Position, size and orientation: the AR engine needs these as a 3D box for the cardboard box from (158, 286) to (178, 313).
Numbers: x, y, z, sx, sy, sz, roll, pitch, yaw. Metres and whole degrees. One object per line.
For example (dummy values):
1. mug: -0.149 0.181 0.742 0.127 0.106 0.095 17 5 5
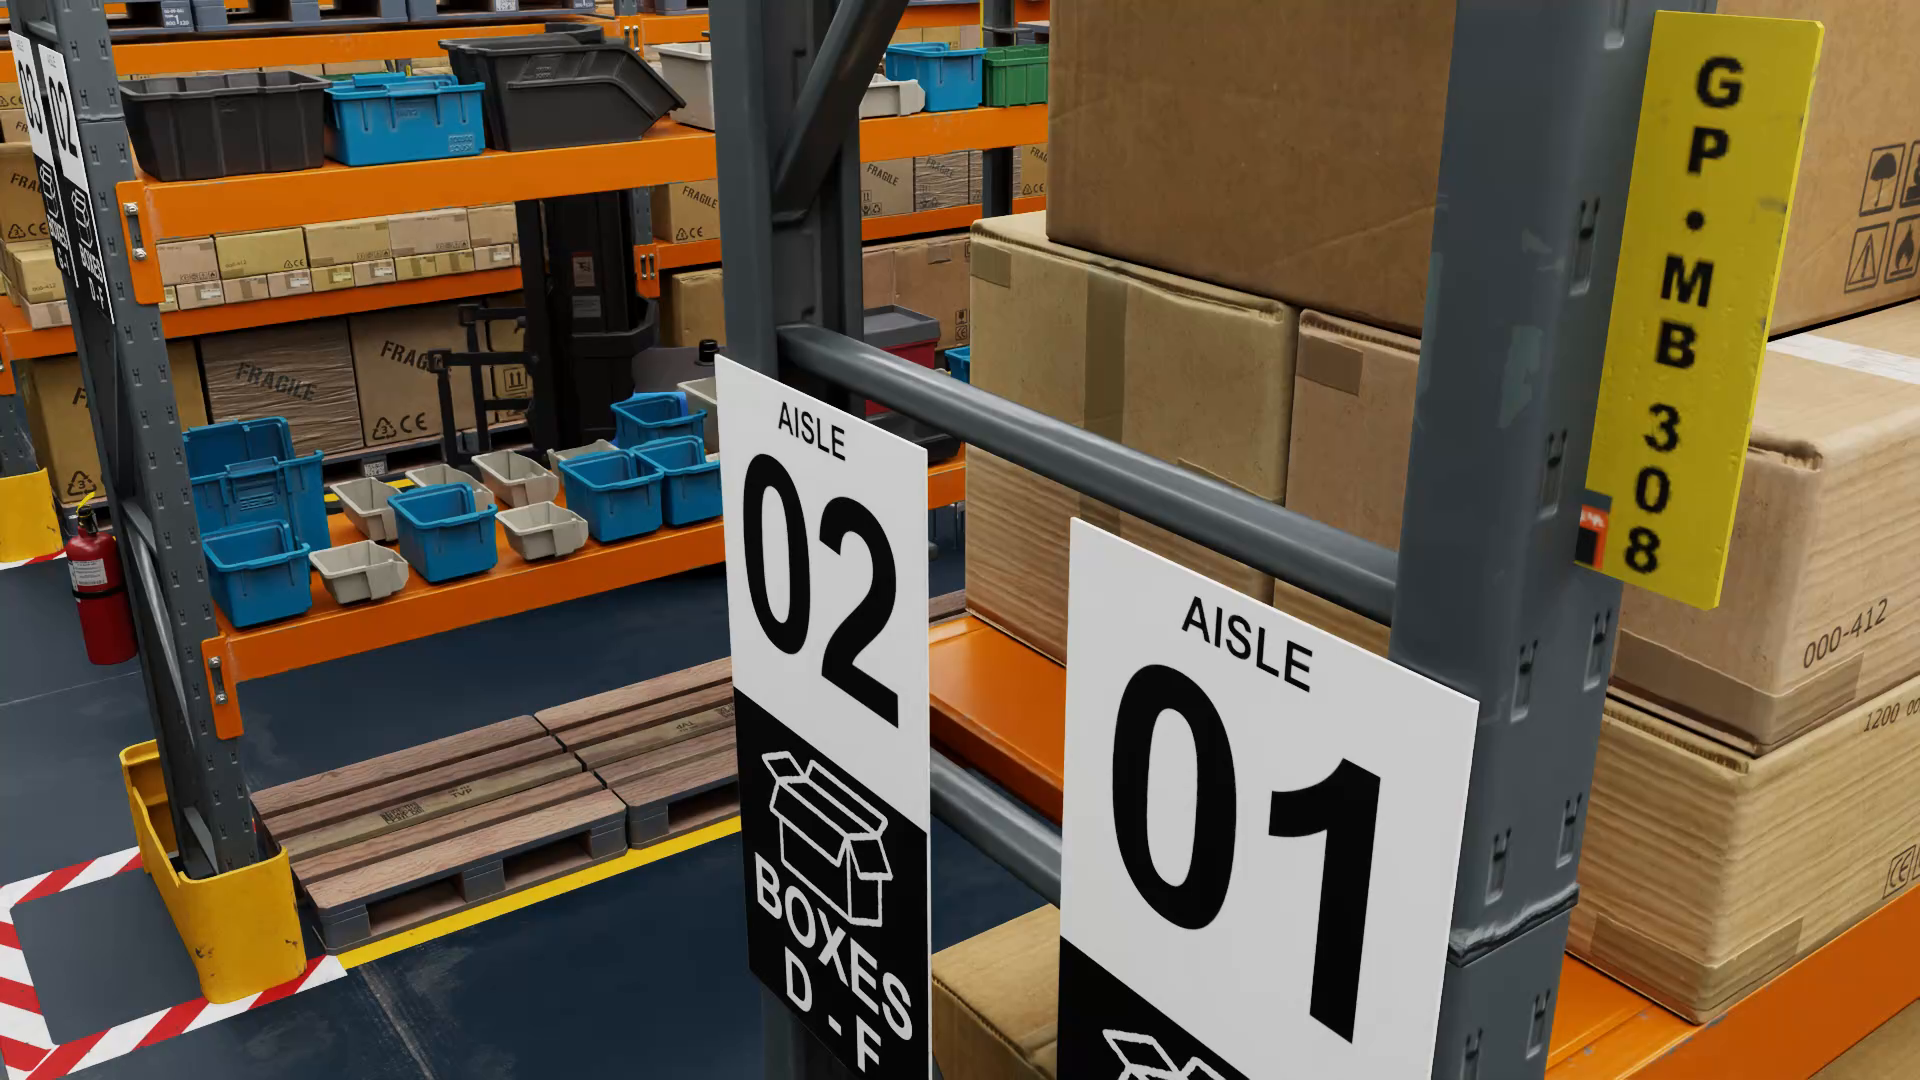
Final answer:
1. cardboard box: -4.798 -1.442 9.802 0.250 0.149 0.380 -16 27 -34

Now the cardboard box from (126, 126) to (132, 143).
1. cardboard box: -7.158 -3.408 13.854 0.500 0.500 0.500 -15 26 -32

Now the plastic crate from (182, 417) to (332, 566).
1. plastic crate: -2.639 -0.153 6.103 0.499 0.435 0.616 -15 26 -33

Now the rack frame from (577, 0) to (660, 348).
1. rack frame: -2.447 -2.336 11.702 0.127 3.000 1.000 -15 26 -33

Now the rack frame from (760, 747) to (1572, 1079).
1. rack frame: 0.089 1.511 2.062 0.127 3.000 1.000 -15 26 -33

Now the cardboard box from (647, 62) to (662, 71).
1. cardboard box: -2.976 -4.606 16.363 0.250 0.149 0.380 -15 26 -33

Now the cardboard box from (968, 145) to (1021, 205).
1. cardboard box: 0.136 -2.960 13.133 0.500 0.500 0.500 -15 26 -33

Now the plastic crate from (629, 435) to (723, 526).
1. plastic crate: -1.096 -0.234 6.581 0.300 0.233 0.416 -15 26 -33

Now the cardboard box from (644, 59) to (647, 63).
1. cardboard box: -3.355 -4.801 16.851 0.250 0.149 0.380 -14 25 -30

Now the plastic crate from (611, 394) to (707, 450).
1. plastic crate: -1.284 -0.451 7.125 0.300 0.233 0.416 -15 26 -33

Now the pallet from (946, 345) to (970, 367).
1. pallet: 0.116 -1.758 14.018 1.213 0.211 1.003 -15 26 -33

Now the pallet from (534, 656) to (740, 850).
1. pallet: -1.120 0.886 7.391 1.213 0.211 1.003 -15 26 -33

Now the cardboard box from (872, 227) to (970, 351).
1. cardboard box: -0.500 -2.076 13.352 0.875 0.875 1.225 -15 26 -33

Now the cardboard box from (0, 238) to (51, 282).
1. cardboard box: -5.456 -1.723 9.968 0.500 0.250 0.500 -15 26 -34

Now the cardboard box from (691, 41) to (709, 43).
1. cardboard box: -3.525 -6.574 22.096 0.250 0.149 0.380 -14 26 -31

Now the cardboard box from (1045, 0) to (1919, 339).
1. cardboard box: 0.496 -0.509 1.593 0.500 0.500 0.700 -15 26 -33

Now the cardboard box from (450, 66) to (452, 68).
1. cardboard box: -6.070 -5.706 20.351 0.500 0.250 0.500 -15 26 -33

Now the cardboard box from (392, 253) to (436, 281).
1. cardboard box: -3.546 -1.776 10.639 0.250 0.149 0.380 -15 26 -34

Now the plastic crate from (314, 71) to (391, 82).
1. plastic crate: -2.167 -1.574 6.032 0.336 0.188 0.450 -15 26 -33

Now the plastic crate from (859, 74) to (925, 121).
1. plastic crate: -0.364 -1.726 6.484 0.466 0.136 0.293 -15 26 -33

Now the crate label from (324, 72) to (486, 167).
1. crate label: -1.864 -1.406 5.527 0.502 0.251 0.408 -15 26 -33

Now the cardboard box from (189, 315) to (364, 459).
1. cardboard box: -4.482 -1.038 10.750 0.875 0.875 0.875 -15 26 -33

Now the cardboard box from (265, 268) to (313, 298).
1. cardboard box: -4.171 -1.610 10.222 0.250 0.149 0.380 -15 26 -33

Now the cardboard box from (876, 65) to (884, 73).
1. cardboard box: -0.334 -3.420 12.932 0.637 0.503 0.797 -14 26 -32

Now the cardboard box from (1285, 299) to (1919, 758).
1. cardboard box: 0.658 -0.077 1.523 0.500 0.250 0.500 -15 26 -33

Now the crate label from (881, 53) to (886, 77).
1. crate label: -0.120 -2.097 7.413 0.466 0.136 0.293 -15 26 -33

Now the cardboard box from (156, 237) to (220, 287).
1. cardboard box: -4.728 -1.675 9.849 0.500 0.250 0.500 -15 26 -33

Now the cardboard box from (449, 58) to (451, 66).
1. cardboard box: -6.050 -5.935 20.250 0.500 0.250 0.500 -16 27 -34

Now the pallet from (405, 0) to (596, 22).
1. pallet: -3.117 -3.514 10.727 1.213 0.211 1.003 -15 26 -33

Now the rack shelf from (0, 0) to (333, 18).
1. rack shelf: -6.885 -4.476 13.989 4.000 0.370 1.077 -15 26 -33

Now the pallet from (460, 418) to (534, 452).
1. pallet: -3.110 -0.899 11.866 1.213 0.211 1.003 -15 26 -33

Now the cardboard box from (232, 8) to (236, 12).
1. cardboard box: -10.193 -7.200 23.192 0.500 0.500 0.700 -15 26 -32

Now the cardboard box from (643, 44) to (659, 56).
1. cardboard box: -4.117 -6.372 21.590 0.250 0.149 0.380 -17 27 -36

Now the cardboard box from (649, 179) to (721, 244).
1. cardboard box: -1.928 -2.406 11.745 0.500 0.500 0.500 -15 26 -33

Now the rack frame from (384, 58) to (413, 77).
1. rack frame: -5.262 -3.850 15.496 0.127 3.000 1.000 -15 26 -33

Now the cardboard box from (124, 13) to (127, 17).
1. cardboard box: -8.873 -5.535 18.237 0.500 0.500 0.500 -15 26 -34

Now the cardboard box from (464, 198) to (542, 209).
1. cardboard box: -3.073 -2.465 10.816 0.500 0.500 0.500 -15 26 -32

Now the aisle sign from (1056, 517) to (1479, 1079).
1. aisle sign: 0.205 0.407 1.322 0.004 0.787 0.394 -15 26 -33

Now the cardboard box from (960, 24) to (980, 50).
1. cardboard box: 0.006 -5.762 18.804 0.500 0.500 0.700 -15 26 -32

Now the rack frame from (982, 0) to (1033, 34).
1. rack frame: 0.446 -3.632 6.856 0.127 3.000 1.000 -15 26 -33

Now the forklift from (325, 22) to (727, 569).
1. forklift: -2.531 -1.295 9.187 3.031 2.935 1.130 -3 22 -6

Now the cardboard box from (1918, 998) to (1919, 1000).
1. cardboard box: 1.432 0.761 2.457 0.500 0.500 0.500 -15 26 -32

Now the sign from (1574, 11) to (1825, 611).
1. sign: 0.406 -0.125 0.935 0.005 0.325 0.100 -15 26 -33

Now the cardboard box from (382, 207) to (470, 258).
1. cardboard box: -3.485 -2.006 10.678 0.500 0.250 0.500 -14 26 -32

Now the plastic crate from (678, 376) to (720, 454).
1. plastic crate: -0.901 -0.543 7.289 0.530 0.282 0.437 -15 26 -33

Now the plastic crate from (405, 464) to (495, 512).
1. plastic crate: -2.001 -0.174 6.561 0.243 0.136 0.396 -15 26 -33

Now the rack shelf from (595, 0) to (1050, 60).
1. rack shelf: -0.823 -3.828 12.364 4.000 0.370 1.077 -15 26 -33

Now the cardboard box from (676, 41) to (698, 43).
1. cardboard box: -3.641 -6.822 21.843 0.500 0.500 0.500 -14 26 -32

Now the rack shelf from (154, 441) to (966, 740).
1. rack shelf: -1.178 -0.079 7.016 4.000 0.370 1.077 -15 26 -33

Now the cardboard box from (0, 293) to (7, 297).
1. cardboard box: -7.933 -2.029 13.813 0.250 0.149 0.380 -14 26 -31

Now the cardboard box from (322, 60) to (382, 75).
1. cardboard box: -5.485 -4.316 14.779 0.500 0.500 0.500 -16 27 -35

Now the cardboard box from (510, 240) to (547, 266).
1. cardboard box: -2.920 -1.943 11.057 0.250 0.149 0.380 -15 26 -34

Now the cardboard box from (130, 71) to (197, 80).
1. cardboard box: -6.736 -3.979 13.934 0.500 0.500 0.500 -16 27 -34

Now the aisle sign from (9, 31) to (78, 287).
1. aisle sign: -3.031 -1.260 5.498 0.004 0.787 0.394 -15 26 -33

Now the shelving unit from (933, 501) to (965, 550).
1. shelving unit: -0.007 -0.416 9.725 0.210 0.900 0.258 -15 26 -33

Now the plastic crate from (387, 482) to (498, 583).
1. plastic crate: -1.874 -0.027 6.061 0.300 0.233 0.416 -15 26 -33
